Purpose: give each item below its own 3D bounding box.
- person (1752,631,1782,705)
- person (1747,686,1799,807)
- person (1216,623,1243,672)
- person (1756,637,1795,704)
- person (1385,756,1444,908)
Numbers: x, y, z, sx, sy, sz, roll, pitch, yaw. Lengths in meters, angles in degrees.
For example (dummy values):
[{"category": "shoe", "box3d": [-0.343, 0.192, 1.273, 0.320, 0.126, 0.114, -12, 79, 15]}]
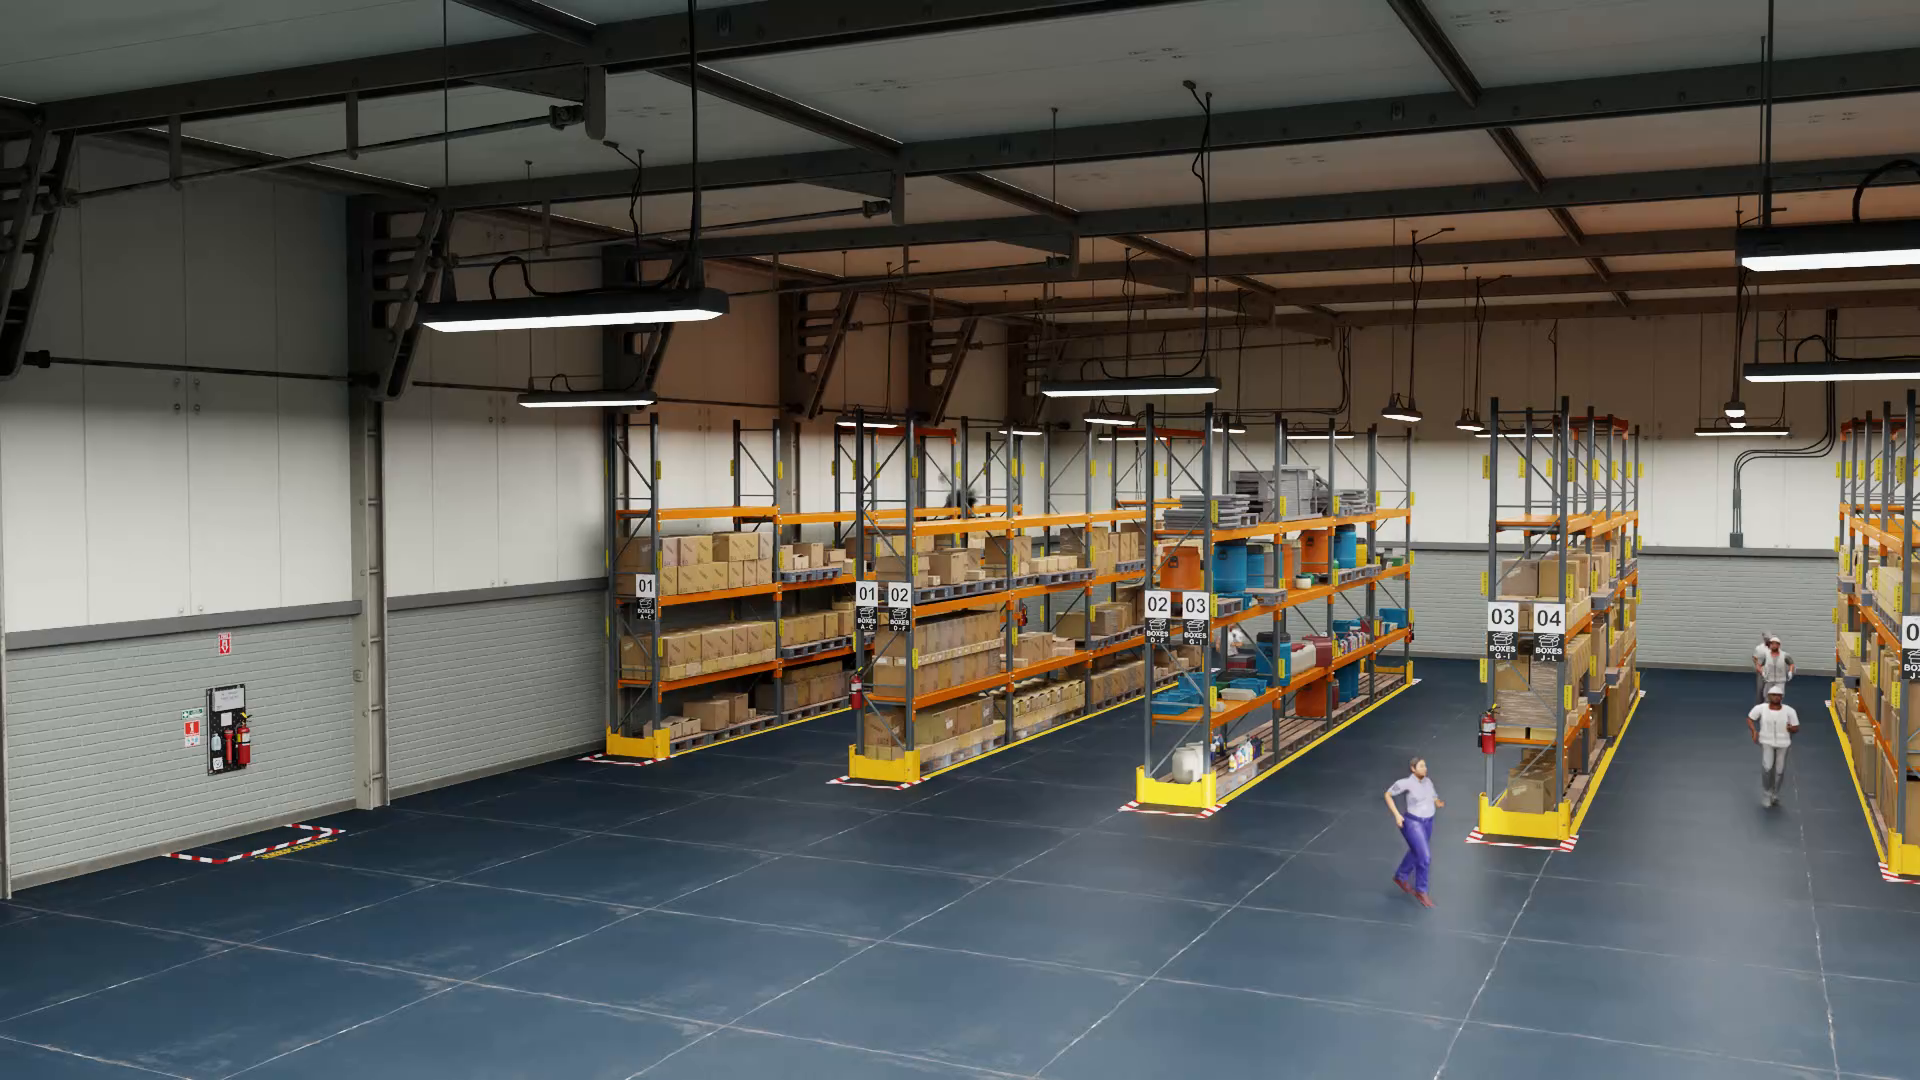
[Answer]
[{"category": "person", "box3d": [16.648, 2.722, 34.299, 0.593, 1.683, 0.633, 2, 3, 37]}, {"category": "person", "box3d": [12.131, 3.084, 24.776, 0.674, 1.809, 0.696, 1, 3, 18]}, {"category": "person", "box3d": [6.027, 2.619, 37.252, 0.608, 1.693, 0.871, 1, 2, 12]}, {"category": "person", "box3d": [15.816, 2.770, 32.262, 0.664, 1.783, 0.885, 1, 3, 26]}, {"category": "person", "box3d": [5.301, 3.367, 19.336, 0.579, 1.711, 0.764, -2, 3, -37]}]
